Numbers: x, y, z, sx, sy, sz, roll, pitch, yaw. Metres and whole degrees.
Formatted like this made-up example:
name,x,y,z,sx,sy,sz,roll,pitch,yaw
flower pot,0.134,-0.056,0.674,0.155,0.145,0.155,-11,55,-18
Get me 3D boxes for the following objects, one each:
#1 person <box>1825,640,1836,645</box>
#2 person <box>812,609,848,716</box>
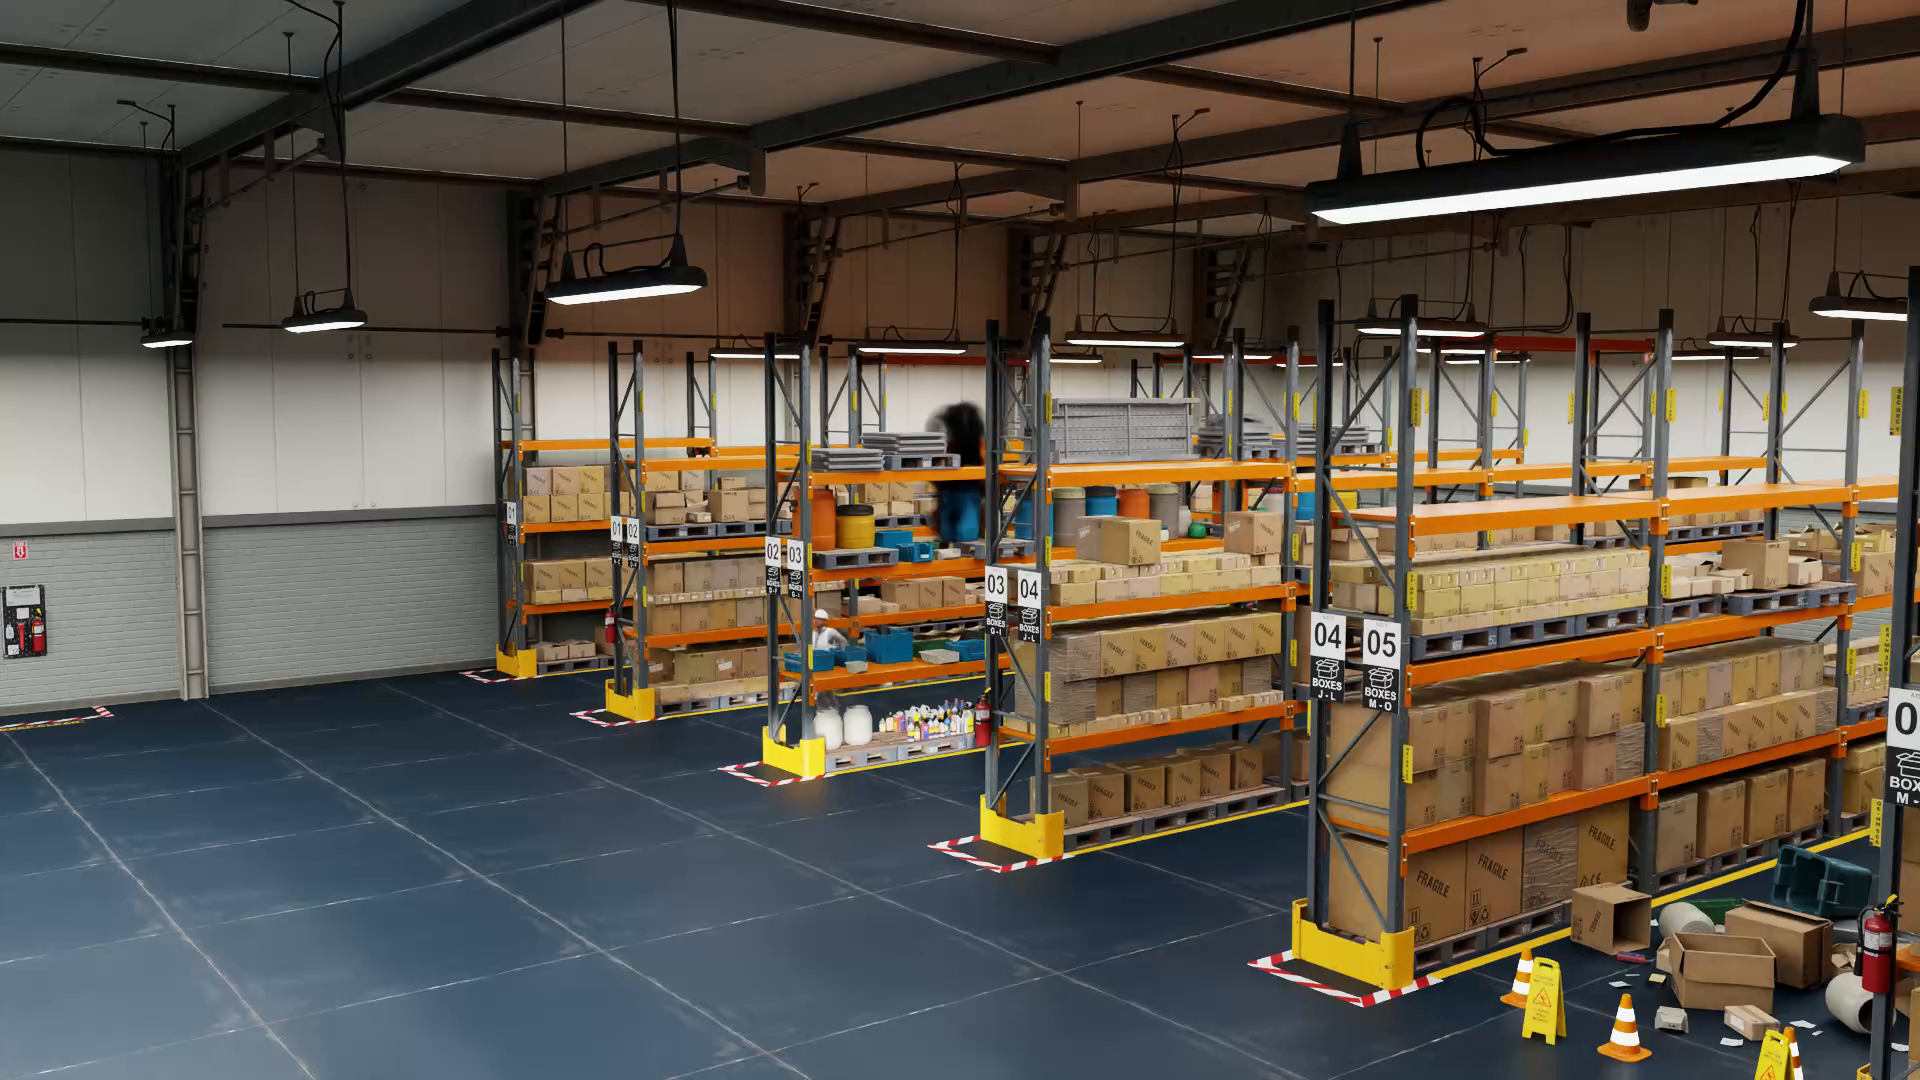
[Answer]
name,x,y,z,sx,sy,sz,roll,pitch,yaw
person,12.320,2.276,23.511,0.731,1.741,0.557,-4,6,-39
person,-2.152,1.995,26.048,0.602,1.833,0.849,4,7,39
